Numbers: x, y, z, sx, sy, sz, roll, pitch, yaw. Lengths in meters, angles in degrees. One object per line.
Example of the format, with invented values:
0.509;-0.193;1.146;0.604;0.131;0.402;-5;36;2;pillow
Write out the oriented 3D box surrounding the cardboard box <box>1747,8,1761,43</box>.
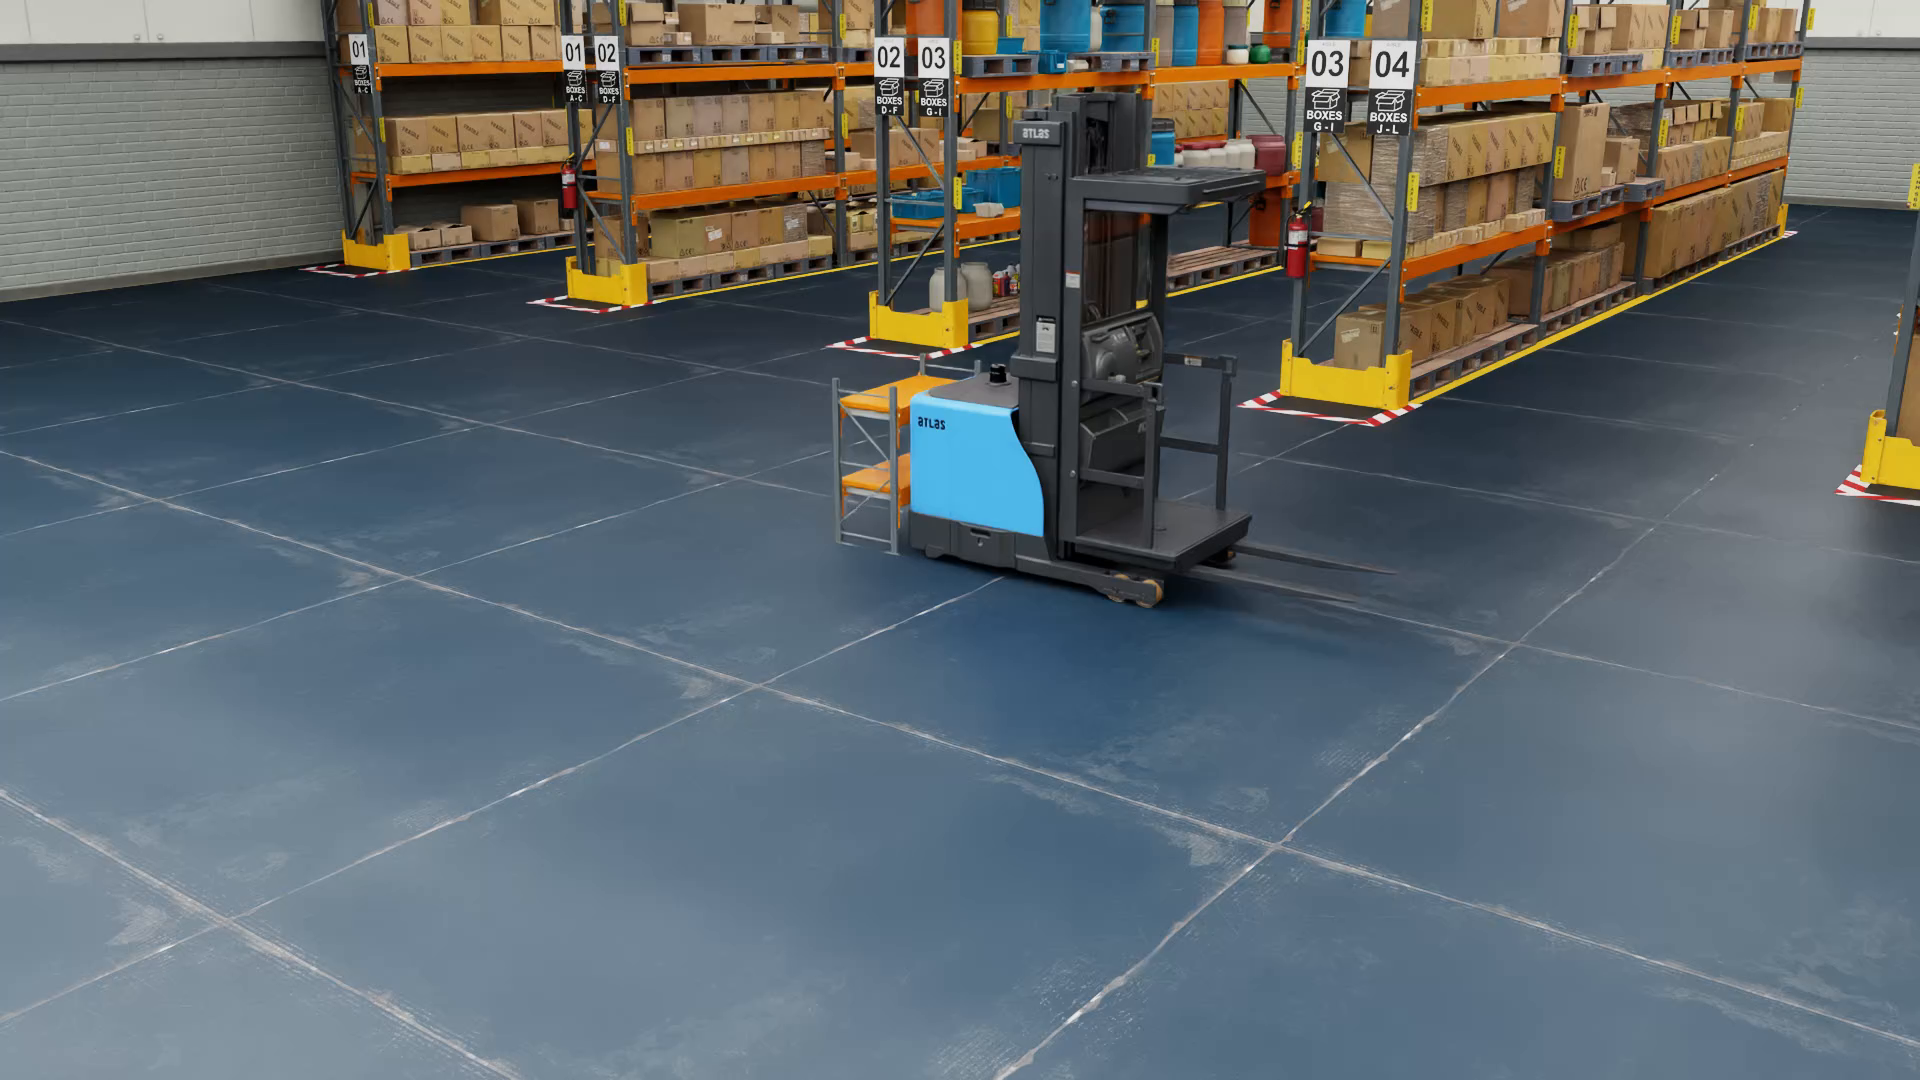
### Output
11.406;-7.634;24.667;0.700;0.500;0.500;14;22;37;cardboard box

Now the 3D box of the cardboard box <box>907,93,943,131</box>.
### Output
-0.934;-8.477;32.978;0.980;0.700;0.700;13;21;36;cardboard box

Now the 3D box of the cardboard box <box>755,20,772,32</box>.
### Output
-2.890;-6.883;22.498;0.500;0.311;0.500;11;20;32;cardboard box

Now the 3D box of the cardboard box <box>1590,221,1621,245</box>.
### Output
7.906;-3.838;20.755;0.500;0.250;0.500;13;22;37;cardboard box

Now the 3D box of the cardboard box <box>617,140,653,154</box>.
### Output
-4.033;-4.888;20.663;0.380;0.149;0.250;12;21;34;cardboard box

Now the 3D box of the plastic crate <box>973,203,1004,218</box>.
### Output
0.328;-3.629;18.317;0.298;0.136;0.250;12;21;35;plastic crate

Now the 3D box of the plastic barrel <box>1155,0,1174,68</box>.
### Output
2.438;-6.539;21.338;0.600;0.901;0.600;0;17;0;plastic barrel

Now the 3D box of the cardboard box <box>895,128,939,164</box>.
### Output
-0.660;-6.025;25.420;0.500;0.500;0.500;11;20;32;cardboard box

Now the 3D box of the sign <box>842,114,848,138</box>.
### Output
-1.610;-5.781;23.209;0.100;0.325;0.005;12;21;35;sign

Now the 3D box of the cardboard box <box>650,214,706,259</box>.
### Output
-3.645;-3.928;21.499;0.500;0.500;0.500;12;21;35;cardboard box

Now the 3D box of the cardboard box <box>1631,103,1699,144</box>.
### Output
9.514;-5.643;22.496;0.797;0.503;0.637;13;22;36;cardboard box

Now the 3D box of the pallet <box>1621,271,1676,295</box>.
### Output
8.811;-3.472;22.067;1.003;0.211;1.213;12;21;35;pallet

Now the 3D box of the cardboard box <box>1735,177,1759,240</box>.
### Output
11.658;-5.125;25.563;0.875;0.875;0.875;12;21;35;cardboard box

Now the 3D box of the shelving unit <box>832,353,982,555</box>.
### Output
-0.342;-0.607;11.302;0.538;1.125;1.048;11;20;31;shelving unit

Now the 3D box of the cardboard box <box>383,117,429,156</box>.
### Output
-7.894;-5.706;23.515;0.500;0.500;0.500;12;21;35;cardboard box

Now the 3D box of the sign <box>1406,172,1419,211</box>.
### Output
3.950;-3.041;14.519;0.100;0.325;0.005;12;21;35;sign

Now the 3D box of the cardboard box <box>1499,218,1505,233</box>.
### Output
5.337;-3.231;17.013;0.380;0.149;0.250;12;21;35;cardboard box

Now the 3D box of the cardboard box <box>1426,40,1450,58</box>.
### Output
4.096;-4.344;14.697;0.380;0.149;0.250;13;21;36;cardboard box

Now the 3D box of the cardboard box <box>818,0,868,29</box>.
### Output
-1.657;-7.487;23.518;0.500;0.500;0.500;13;21;35;cardboard box

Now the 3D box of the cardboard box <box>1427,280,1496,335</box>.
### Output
5.292;-2.457;17.604;0.500;0.500;0.500;-12;21;-33;cardboard box

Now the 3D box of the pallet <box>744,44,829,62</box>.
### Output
-2.544;-6.610;22.563;1.003;0.211;1.213;12;21;35;pallet

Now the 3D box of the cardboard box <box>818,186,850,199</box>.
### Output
-2.583;-6.788;30.961;0.750;0.750;0.750;12;21;34;cardboard box

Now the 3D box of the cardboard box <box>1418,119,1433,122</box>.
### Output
4.237;-3.804;16.080;0.500;0.500;0.500;12;21;35;cardboard box

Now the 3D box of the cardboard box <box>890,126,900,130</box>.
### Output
-1.376;-7.902;32.022;0.380;0.149;0.250;13;21;36;cardboard box

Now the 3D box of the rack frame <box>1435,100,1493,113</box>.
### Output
9.070;-7.409;30.046;1.000;3.000;0.127;12;21;35;rack frame

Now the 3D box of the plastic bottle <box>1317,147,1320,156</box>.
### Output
5.350;-5.683;24.684;0.061;0.283;0.133;12;21;35;plastic bottle

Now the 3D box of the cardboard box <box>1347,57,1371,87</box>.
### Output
3.597;-4.244;15.048;0.500;0.250;0.500;13;21;36;cardboard box

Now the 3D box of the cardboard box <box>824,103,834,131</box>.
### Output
-2.542;-7.766;30.489;0.500;0.500;0.500;12;21;34;cardboard box

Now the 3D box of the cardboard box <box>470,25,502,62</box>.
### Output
-7.063;-7.252;24.278;0.500;0.500;0.500;14;22;38;cardboard box

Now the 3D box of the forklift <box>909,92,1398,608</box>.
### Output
1.171;-1.174;10.081;3.031;2.935;1.130;11;21;32;forklift

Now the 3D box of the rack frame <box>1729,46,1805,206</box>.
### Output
13.047;-6.534;27.227;1.000;3.000;0.127;12;21;35;rack frame

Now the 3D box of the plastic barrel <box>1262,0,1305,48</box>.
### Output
4.644;-7.477;23.773;0.600;0.830;0.708;12;21;35;plastic barrel

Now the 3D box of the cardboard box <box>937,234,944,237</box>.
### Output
-0.397;-4.857;25.753;0.500;0.250;0.500;13;21;36;cardboard box

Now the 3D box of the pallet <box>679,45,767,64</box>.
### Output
-3.271;-6.321;21.631;1.003;0.211;1.213;12;21;35;pallet

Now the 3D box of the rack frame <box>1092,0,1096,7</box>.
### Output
2.710;-10.198;28.910;1.000;3.000;0.127;12;21;35;rack frame

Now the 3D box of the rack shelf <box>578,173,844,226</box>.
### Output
-3.248;-4.608;22.236;1.077;0.370;4.000;12;21;35;rack shelf

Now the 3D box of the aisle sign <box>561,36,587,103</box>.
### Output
-4.715;-5.753;20.327;0.394;0.787;0.004;12;21;35;aisle sign

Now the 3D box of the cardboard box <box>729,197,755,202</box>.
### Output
-4.041;-6.090;29.271;0.700;0.500;0.500;13;21;35;cardboard box

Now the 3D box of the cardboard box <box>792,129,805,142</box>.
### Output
-2.349;-5.561;22.831;0.380;0.149;0.250;12;21;33;cardboard box

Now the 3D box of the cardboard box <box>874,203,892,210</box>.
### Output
-1.000;-4.879;24.880;0.500;0.311;0.500;12;21;33;cardboard box

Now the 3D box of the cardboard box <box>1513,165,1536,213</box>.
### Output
5.580;-3.770;17.655;0.875;0.500;0.500;12;21;35;cardboard box

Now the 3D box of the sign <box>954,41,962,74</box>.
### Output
-0.025;-4.937;17.012;0.100;0.325;0.005;12;21;35;sign

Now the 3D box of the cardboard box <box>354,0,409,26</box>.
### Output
-7.996;-7.365;22.958;0.500;0.500;0.500;11;20;31;cardboard box

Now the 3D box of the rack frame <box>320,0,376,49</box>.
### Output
-8.420;-8.214;22.522;1.000;3.000;0.127;12;21;35;rack frame

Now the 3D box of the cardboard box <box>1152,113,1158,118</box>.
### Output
3.233;-7.454;30.020;0.500;0.500;0.500;13;22;36;cardboard box

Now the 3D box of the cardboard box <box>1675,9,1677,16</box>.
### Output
8.586;-6.469;21.078;0.797;0.503;0.637;14;22;38;cardboard box

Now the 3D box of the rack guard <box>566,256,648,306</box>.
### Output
-4.454;-3.275;20.948;1.175;0.500;0.348;12;21;35;rack guard

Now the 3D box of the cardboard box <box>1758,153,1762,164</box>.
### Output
12.035;-5.845;25.431;0.380;0.149;0.250;12;21;33;cardboard box

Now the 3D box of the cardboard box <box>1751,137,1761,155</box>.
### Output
11.759;-5.960;25.128;0.500;0.250;0.500;13;22;36;cardboard box

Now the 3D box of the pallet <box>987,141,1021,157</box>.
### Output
0.675;-6.462;27.320;1.213;0.211;1.003;12;21;35;pallet

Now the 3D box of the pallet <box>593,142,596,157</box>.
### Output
-5.465;-6.367;27.011;1.003;0.211;1.213;12;21;35;pallet

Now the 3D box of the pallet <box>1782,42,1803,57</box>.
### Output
12.614;-7.746;26.221;1.003;0.211;1.213;12;21;35;pallet

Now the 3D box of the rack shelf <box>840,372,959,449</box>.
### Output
-0.342;-0.887;11.215;0.538;0.278;1.000;11;20;31;rack shelf

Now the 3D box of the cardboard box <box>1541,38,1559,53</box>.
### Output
5.936;-5.099;17.128;0.380;0.149;0.250;13;22;36;cardboard box

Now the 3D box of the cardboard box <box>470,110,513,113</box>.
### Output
-7.097;-6.283;25.372;0.500;0.500;0.500;13;22;36;cardboard box

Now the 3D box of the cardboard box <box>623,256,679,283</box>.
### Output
-3.941;-3.451;21.226;0.500;0.250;0.500;12;21;35;cardboard box

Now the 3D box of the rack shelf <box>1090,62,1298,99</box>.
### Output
3.111;-6.117;22.038;1.077;0.370;4.000;12;21;35;rack shelf
